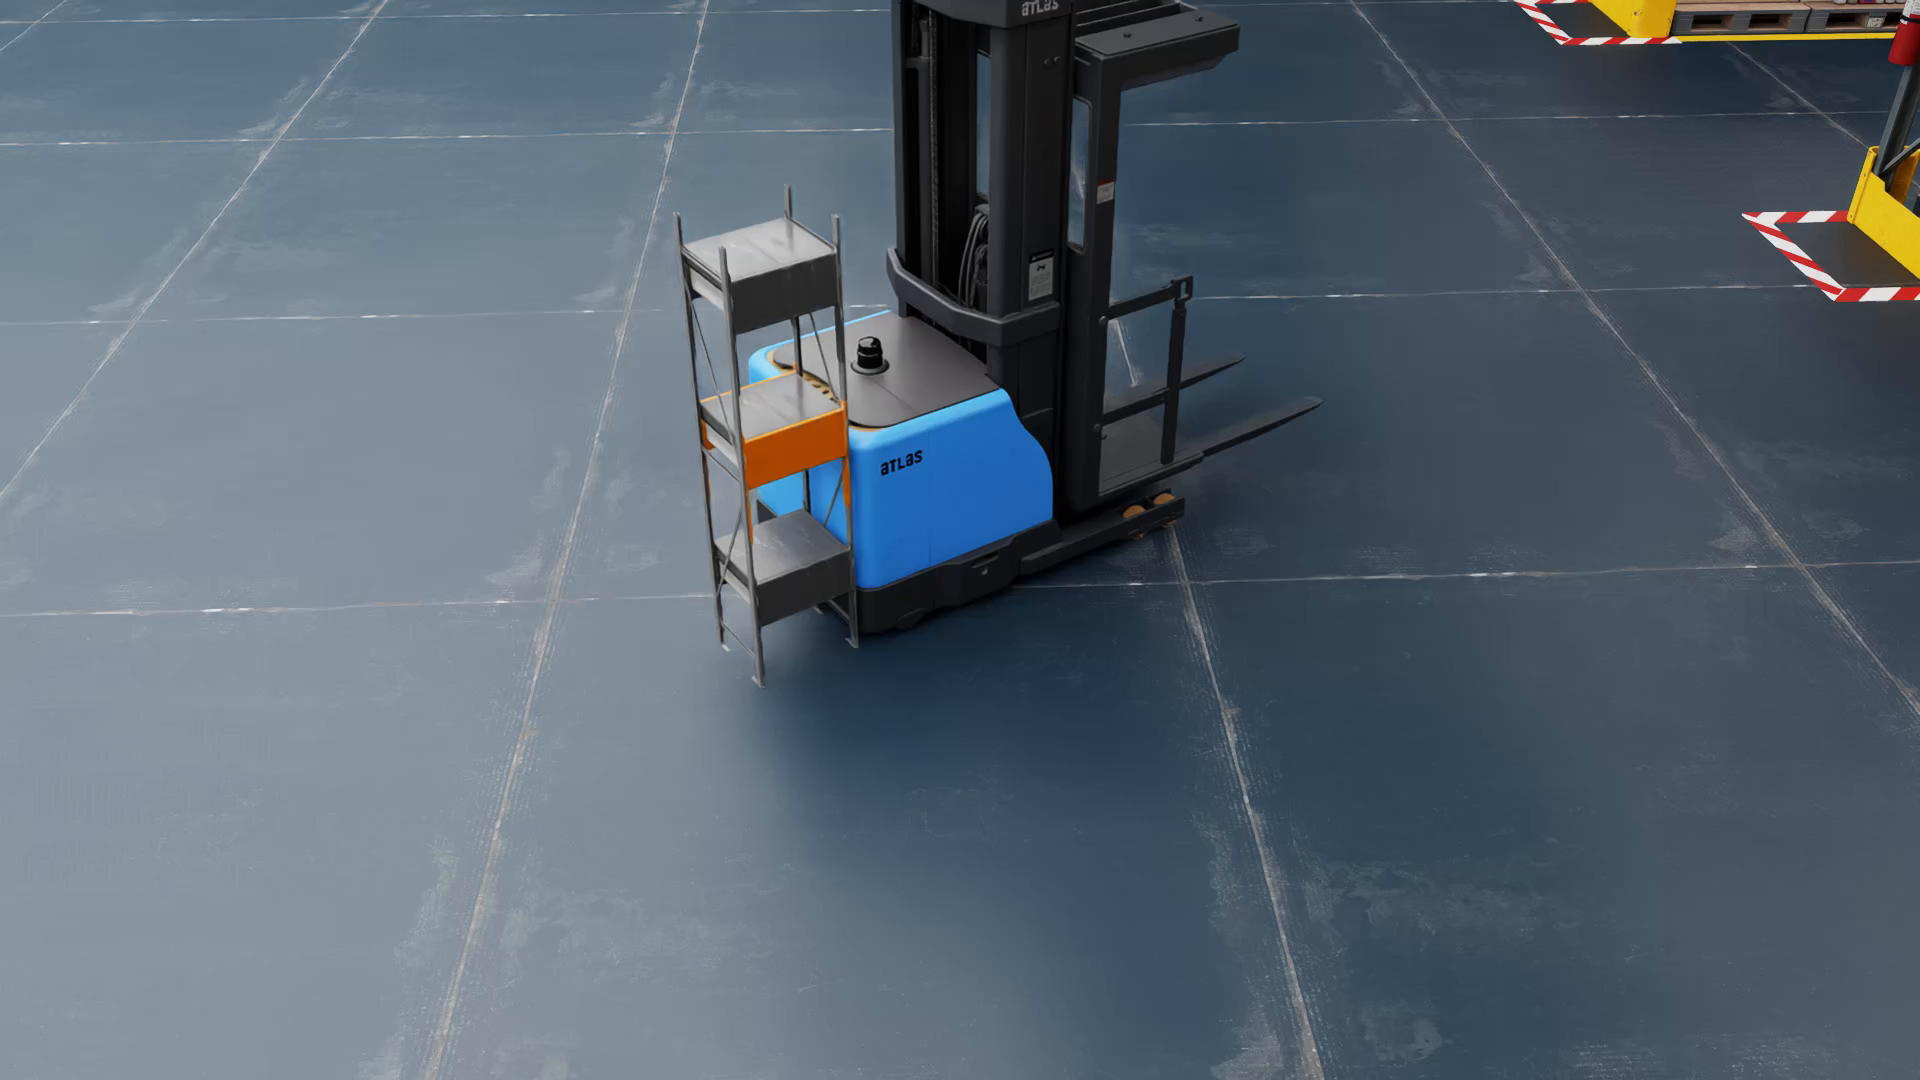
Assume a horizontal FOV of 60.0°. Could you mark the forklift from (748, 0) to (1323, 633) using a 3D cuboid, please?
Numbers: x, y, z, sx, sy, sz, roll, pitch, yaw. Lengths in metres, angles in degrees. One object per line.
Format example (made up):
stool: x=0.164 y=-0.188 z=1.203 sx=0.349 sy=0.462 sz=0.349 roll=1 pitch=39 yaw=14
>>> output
forklift: x=0.517 y=-1.435 z=7.748 sx=3.031 sy=2.935 sz=1.130 roll=-21 pitch=40 yaw=-28

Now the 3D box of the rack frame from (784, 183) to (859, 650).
rack frame: x=-0.580 y=-0.460 z=7.070 sx=0.015 sy=2.100 sz=0.400 roll=-22 pitch=40 yaw=-28

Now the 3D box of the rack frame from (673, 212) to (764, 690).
rack frame: x=-0.980 y=-0.301 z=6.840 sx=0.015 sy=2.100 sz=0.400 roll=-22 pitch=40 yaw=-28

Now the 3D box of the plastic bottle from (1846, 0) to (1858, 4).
plastic bottle: x=7.914 y=-4.859 z=14.708 sx=0.097 sy=0.201 sz=0.097 roll=0 pitch=35 yaw=0

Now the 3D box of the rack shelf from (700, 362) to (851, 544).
rack shelf: x=-0.780 y=-0.370 z=6.963 sx=0.480 sy=0.518 sz=0.431 roll=-22 pitch=40 yaw=-28

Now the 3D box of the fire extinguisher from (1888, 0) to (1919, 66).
fire extinguisher: x=6.083 y=-3.366 z=10.546 sx=0.183 sy=0.674 sz=0.296 roll=-2 pitch=35 yaw=-2

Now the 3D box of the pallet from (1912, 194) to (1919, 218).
pallet: x=7.109 y=-1.996 z=10.949 sx=1.213 sy=0.211 sz=1.003 roll=-2 pitch=35 yaw=-2

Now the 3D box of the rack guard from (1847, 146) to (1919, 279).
rack guard: x=6.295 y=-2.113 z=10.864 sx=0.348 sy=0.500 sz=1.175 roll=-2 pitch=35 yaw=-2

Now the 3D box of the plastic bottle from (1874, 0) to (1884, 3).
plastic bottle: x=8.153 y=-4.895 z=14.697 sx=0.097 sy=0.271 sz=0.097 roll=0 pitch=35 yaw=0

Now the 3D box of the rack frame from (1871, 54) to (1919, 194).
rack frame: x=6.219 y=-3.139 z=10.150 sx=0.127 sy=3.000 sz=1.000 roll=-2 pitch=35 yaw=-2

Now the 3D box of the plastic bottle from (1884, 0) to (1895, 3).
plastic bottle: x=8.253 y=-4.897 z=14.701 sx=0.097 sy=0.271 sz=0.097 roll=0 pitch=35 yaw=0

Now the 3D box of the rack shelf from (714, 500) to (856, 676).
rack shelf: x=-0.780 y=0.206 z=7.361 sx=0.480 sy=0.518 sz=0.431 roll=-22 pitch=40 yaw=-28

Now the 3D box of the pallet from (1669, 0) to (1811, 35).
pallet: x=6.870 y=-4.856 z=15.081 sx=1.213 sy=0.211 sz=1.003 roll=-2 pitch=35 yaw=-2

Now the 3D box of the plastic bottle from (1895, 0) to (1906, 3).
plastic bottle: x=8.352 y=-4.871 z=14.725 sx=0.097 sy=0.201 sz=0.097 roll=0 pitch=35 yaw=0

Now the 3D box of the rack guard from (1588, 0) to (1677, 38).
rack guard: x=6.059 y=-4.955 z=14.971 sx=0.348 sy=0.500 sz=1.175 roll=-2 pitch=35 yaw=-2

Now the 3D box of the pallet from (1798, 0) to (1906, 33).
pallet: x=8.086 y=-4.887 z=15.126 sx=1.213 sy=0.211 sz=1.003 roll=-2 pitch=35 yaw=-2

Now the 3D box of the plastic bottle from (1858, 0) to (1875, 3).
plastic bottle: x=8.038 y=-4.886 z=14.674 sx=0.133 sy=0.283 sz=0.061 roll=-1 pitch=35 yaw=-1

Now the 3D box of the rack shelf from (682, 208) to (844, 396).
rack shelf: x=-0.780 y=-0.945 z=6.564 sx=0.480 sy=0.518 sz=0.431 roll=-22 pitch=40 yaw=-28

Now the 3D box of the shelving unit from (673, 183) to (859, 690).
shelving unit: x=-0.780 y=-0.381 z=6.955 sx=0.503 sy=2.100 sz=0.431 roll=-22 pitch=40 yaw=-28

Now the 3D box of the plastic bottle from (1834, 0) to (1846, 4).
plastic bottle: x=7.811 y=-4.885 z=14.684 sx=0.097 sy=0.271 sz=0.097 roll=0 pitch=35 yaw=0
